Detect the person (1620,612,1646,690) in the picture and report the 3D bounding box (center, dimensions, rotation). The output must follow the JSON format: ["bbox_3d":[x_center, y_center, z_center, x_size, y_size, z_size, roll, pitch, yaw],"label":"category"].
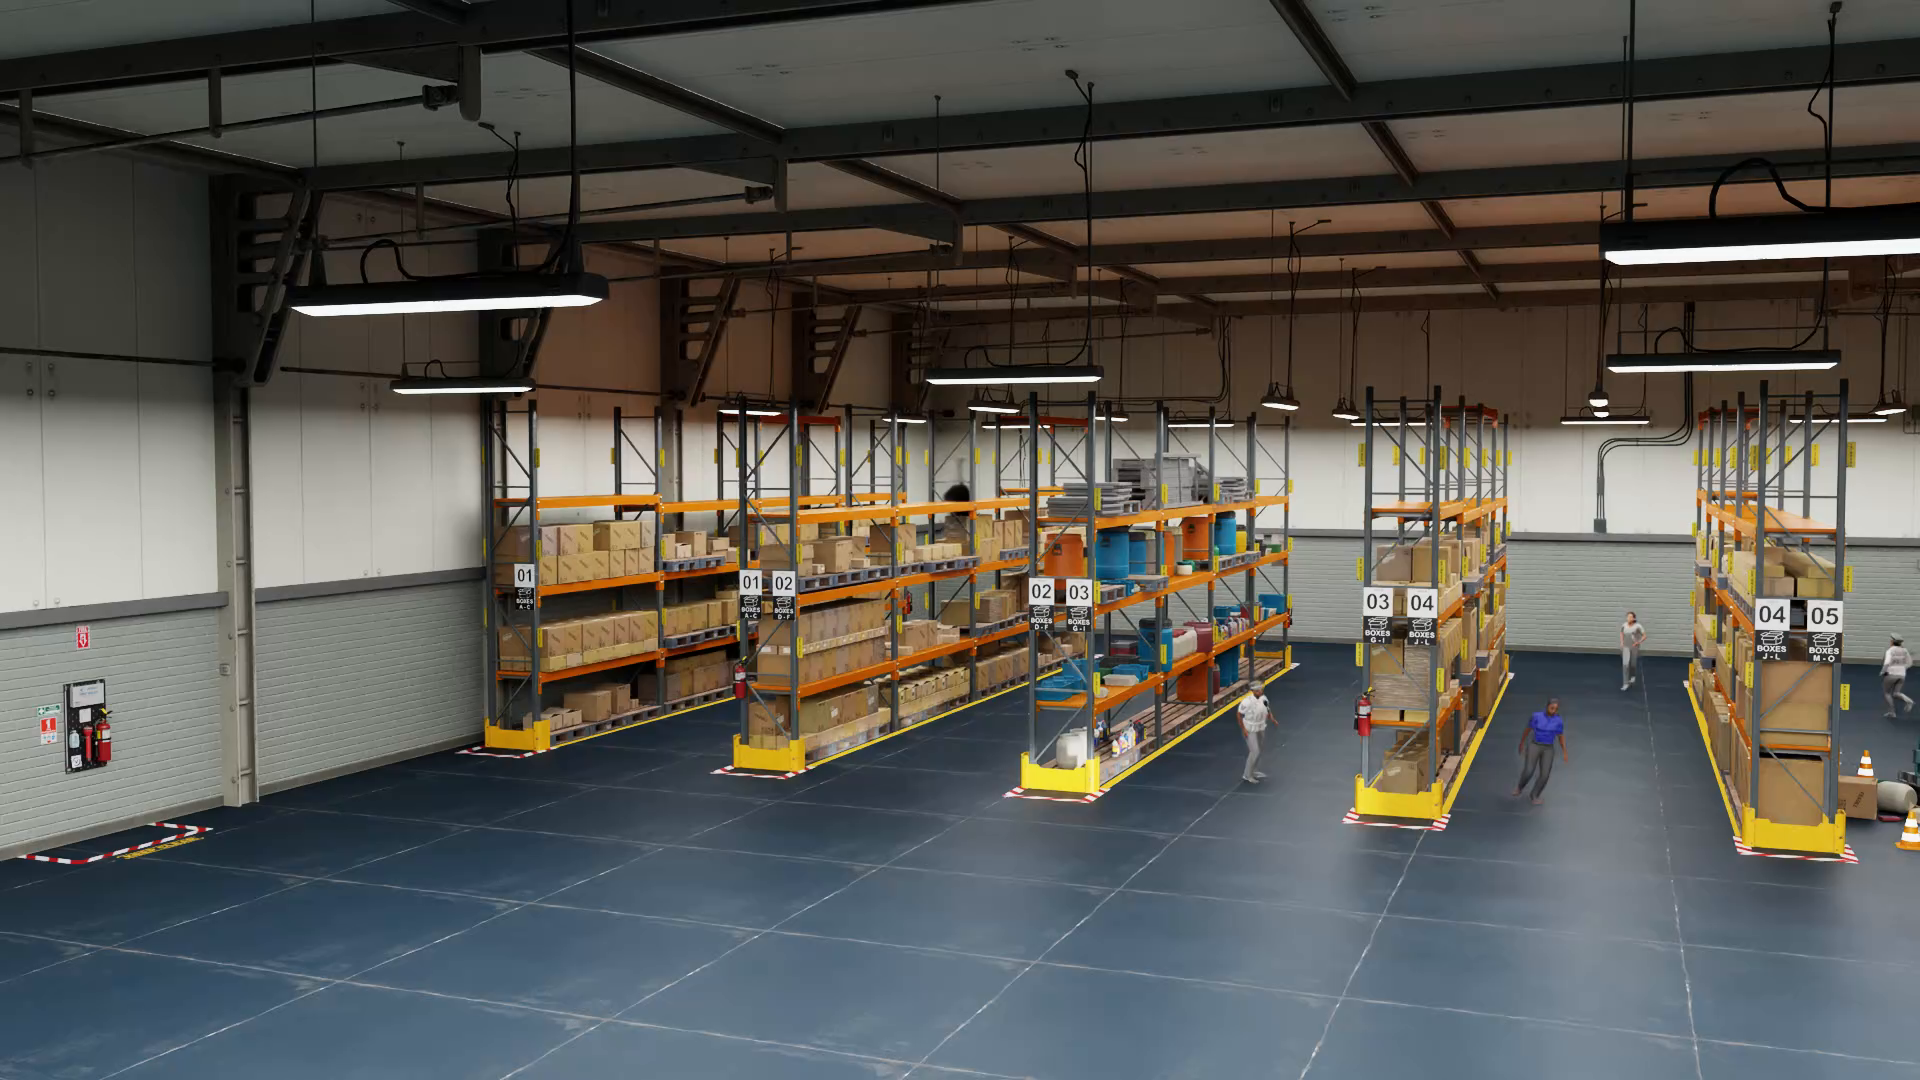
[{"bbox_3d":[14.631,2.392,36.151,0.571,1.691,0.824,2,3,36],"label":"person"}]

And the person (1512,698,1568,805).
[{"bbox_3d":[8.359,3.036,23.960,0.707,1.551,0.597,0,3,6],"label":"person"}]

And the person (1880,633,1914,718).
[{"bbox_3d":[17.989,2.614,31.908,0.629,1.651,0.641,0,3,-7],"label":"person"}]

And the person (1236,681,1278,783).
[{"bbox_3d":[4.598,2.952,25.749,0.643,1.620,0.770,-2,3,-35],"label":"person"}]
